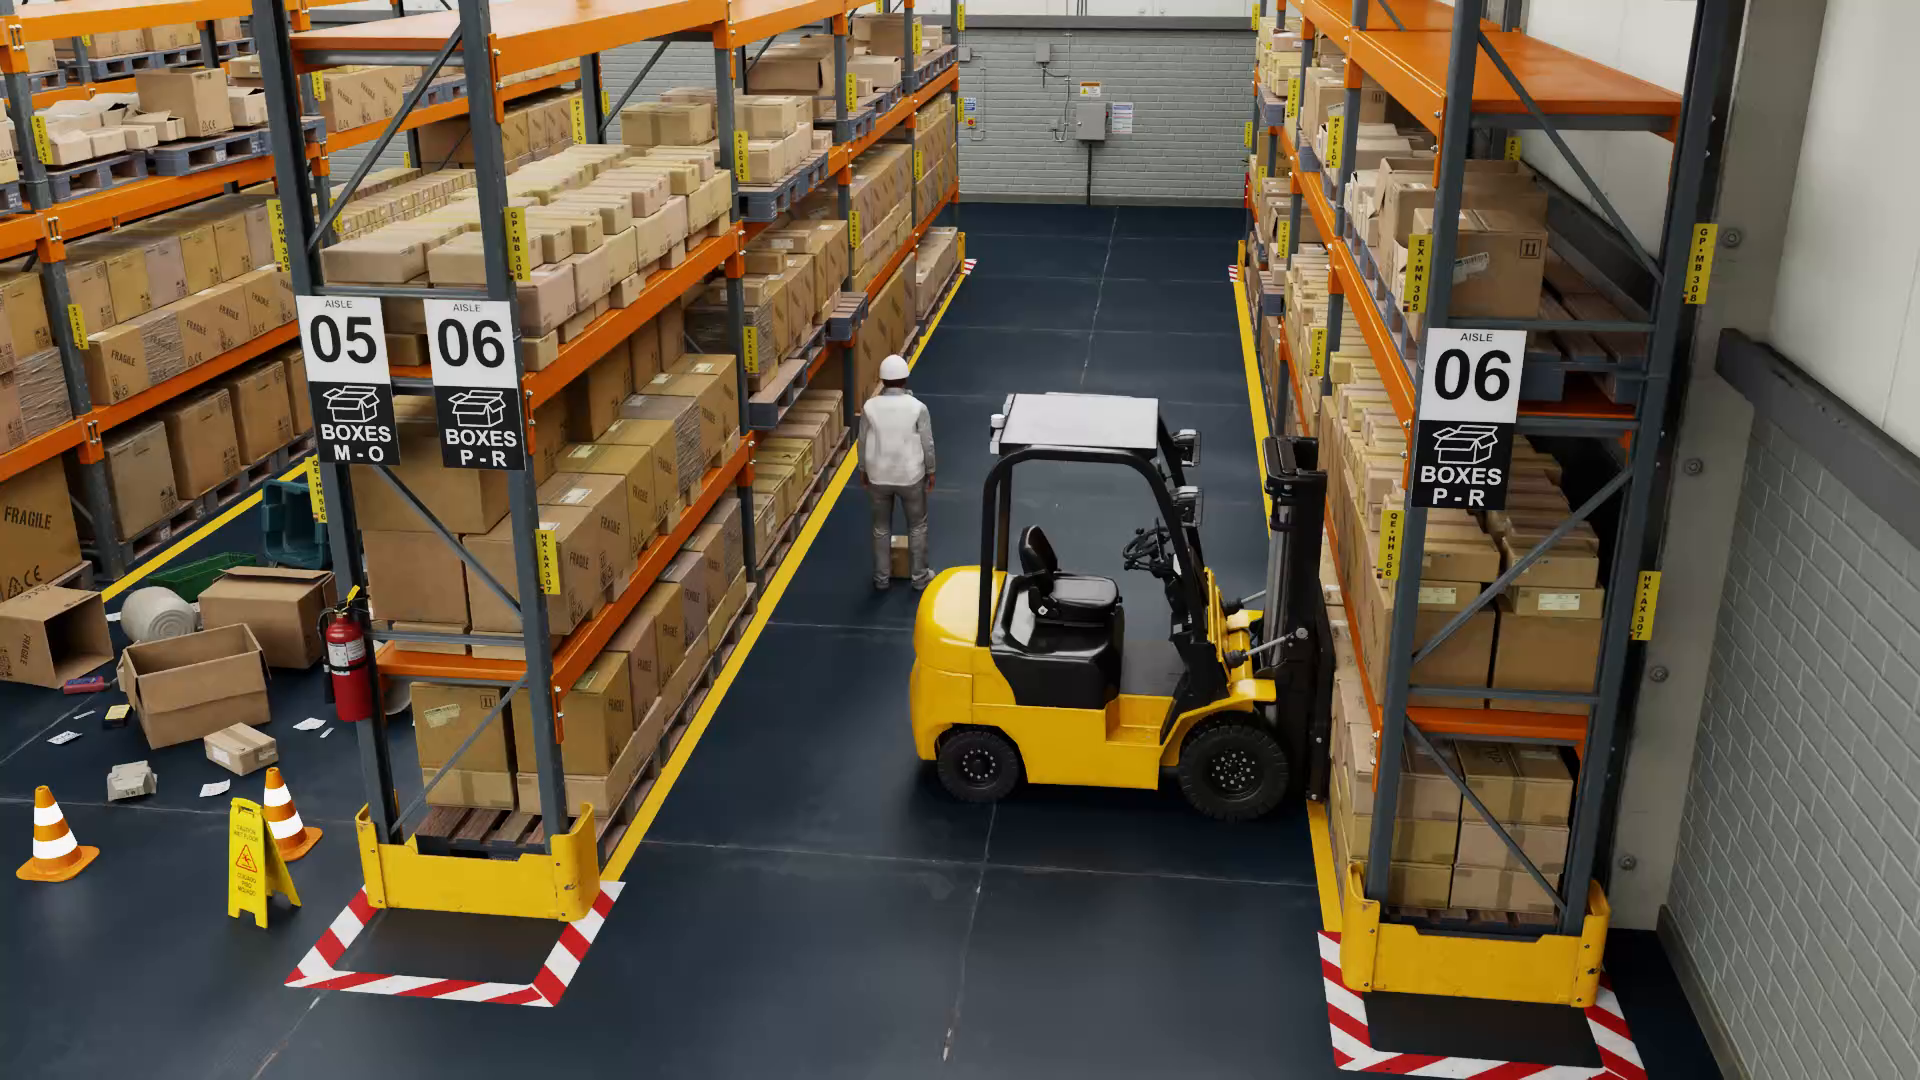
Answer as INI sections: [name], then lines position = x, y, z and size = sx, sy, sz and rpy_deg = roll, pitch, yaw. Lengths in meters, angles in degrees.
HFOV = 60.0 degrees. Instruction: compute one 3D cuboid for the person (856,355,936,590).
[person]
position = -0.469, -0.489, 12.320
size = 0.580, 1.769, 0.461
rpy_deg = 2, 21, 6
